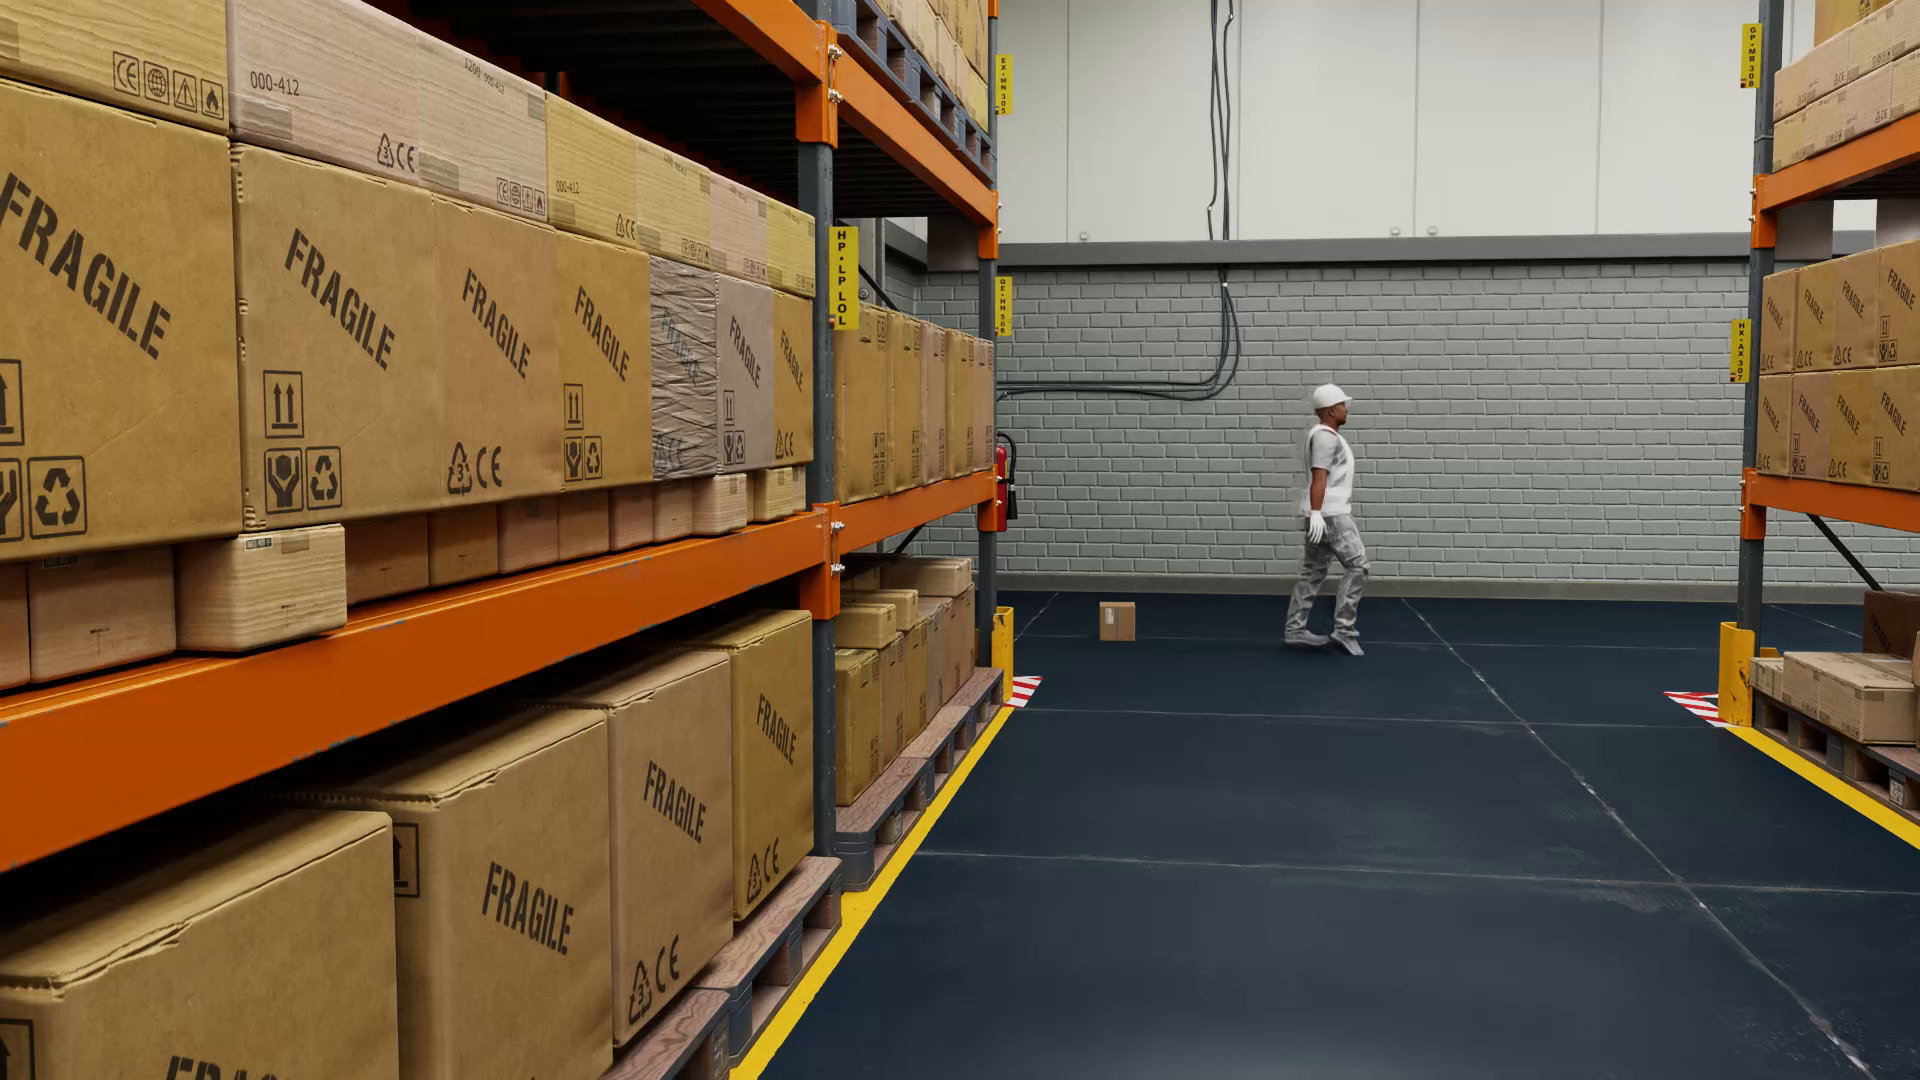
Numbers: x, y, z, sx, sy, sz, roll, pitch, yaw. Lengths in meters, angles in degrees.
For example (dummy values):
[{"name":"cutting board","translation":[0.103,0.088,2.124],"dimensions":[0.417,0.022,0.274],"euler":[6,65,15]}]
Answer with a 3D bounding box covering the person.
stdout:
[{"name":"person","translation":[2.476,-0.112,11.178],"dimensions":[0.550,1.863,0.657],"euler":[0,4,6]}]
